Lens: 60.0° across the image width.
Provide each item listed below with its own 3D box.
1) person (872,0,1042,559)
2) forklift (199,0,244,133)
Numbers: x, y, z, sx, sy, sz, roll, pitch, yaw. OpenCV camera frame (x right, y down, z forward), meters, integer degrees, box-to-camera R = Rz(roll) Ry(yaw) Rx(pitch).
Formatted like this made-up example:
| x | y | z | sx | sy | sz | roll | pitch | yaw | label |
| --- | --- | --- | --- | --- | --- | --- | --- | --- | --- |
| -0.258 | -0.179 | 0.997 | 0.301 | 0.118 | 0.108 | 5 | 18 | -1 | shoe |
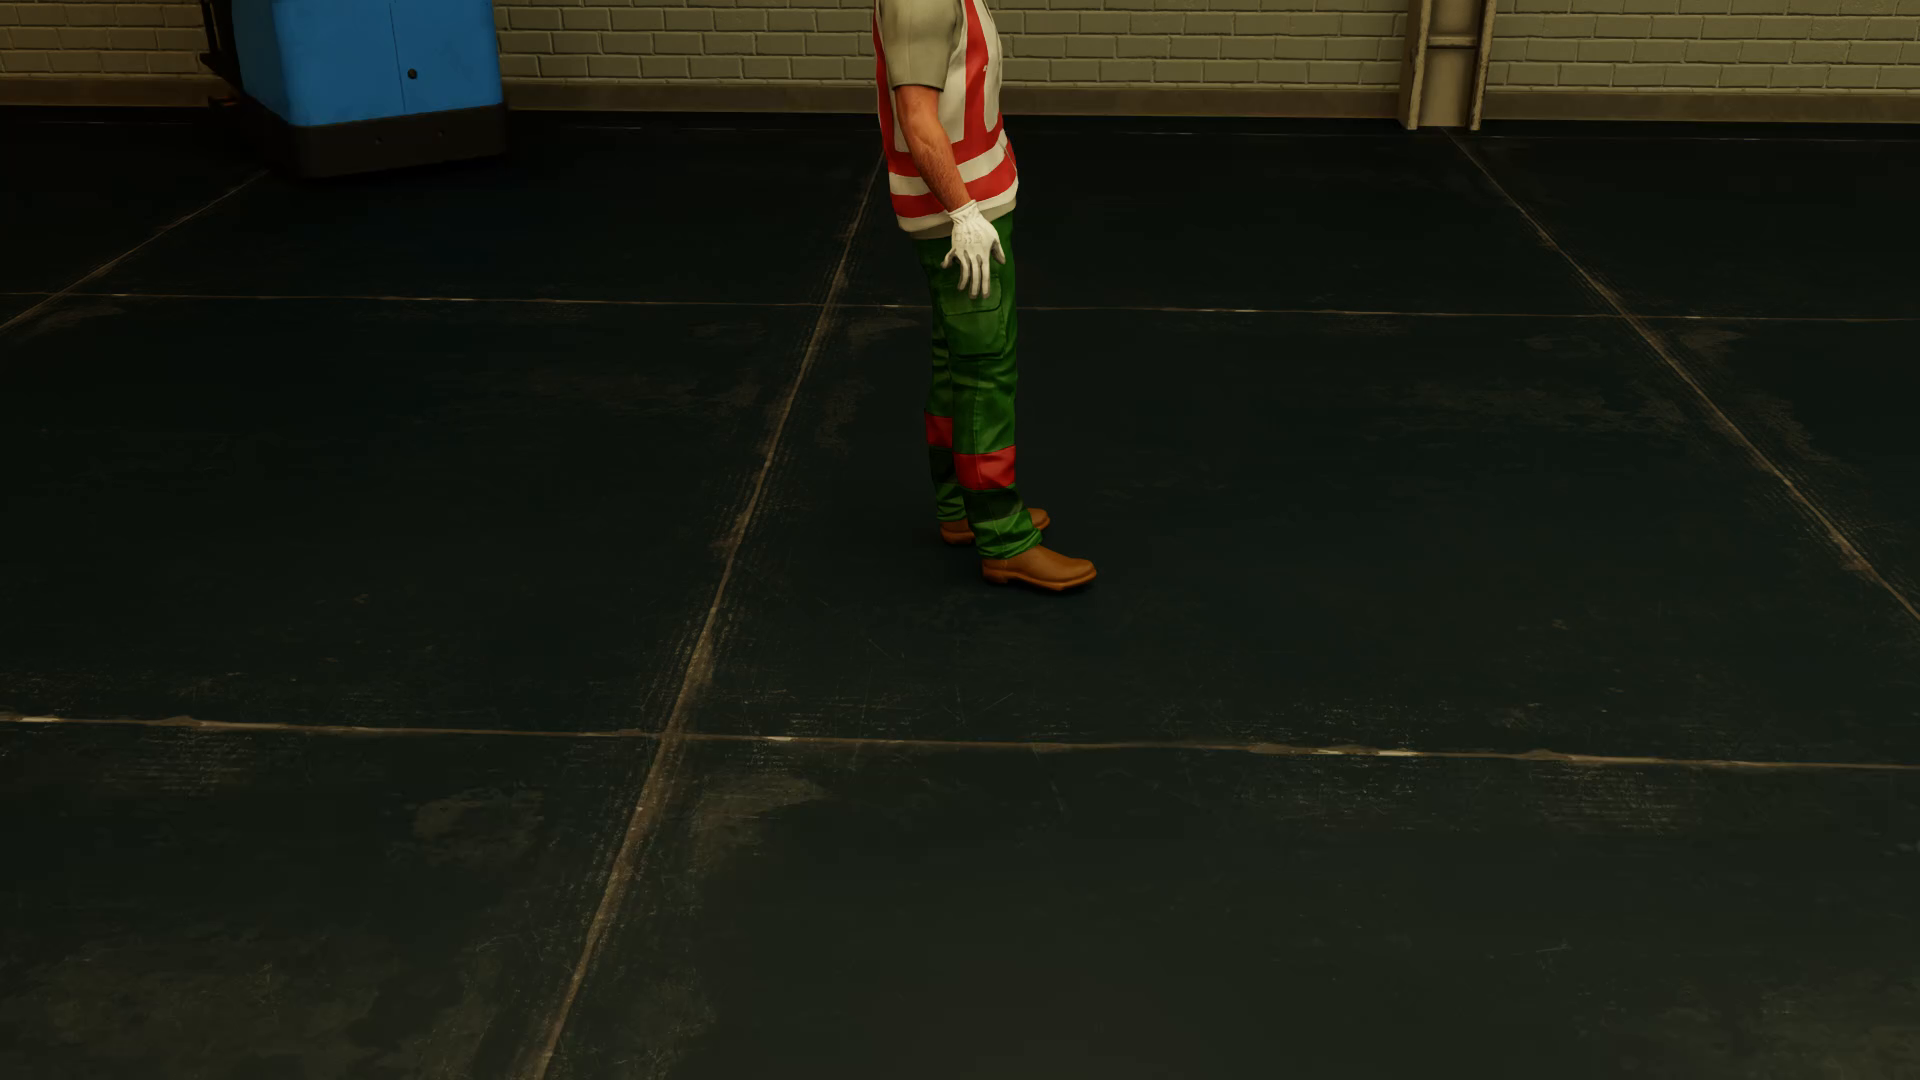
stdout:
| x | y | z | sx | sy | sz | roll | pitch | yaw | label |
| --- | --- | --- | --- | --- | --- | --- | --- | --- | --- |
| 0.009 | -0.805 | 4.110 | 0.424 | 1.687 | 0.637 | 1 | 26 | 2 | person |
| -3.456 | -3.614 | 8.535 | 1.121 | 2.935 | 3.031 | -16 | 31 | -29 | forklift |
